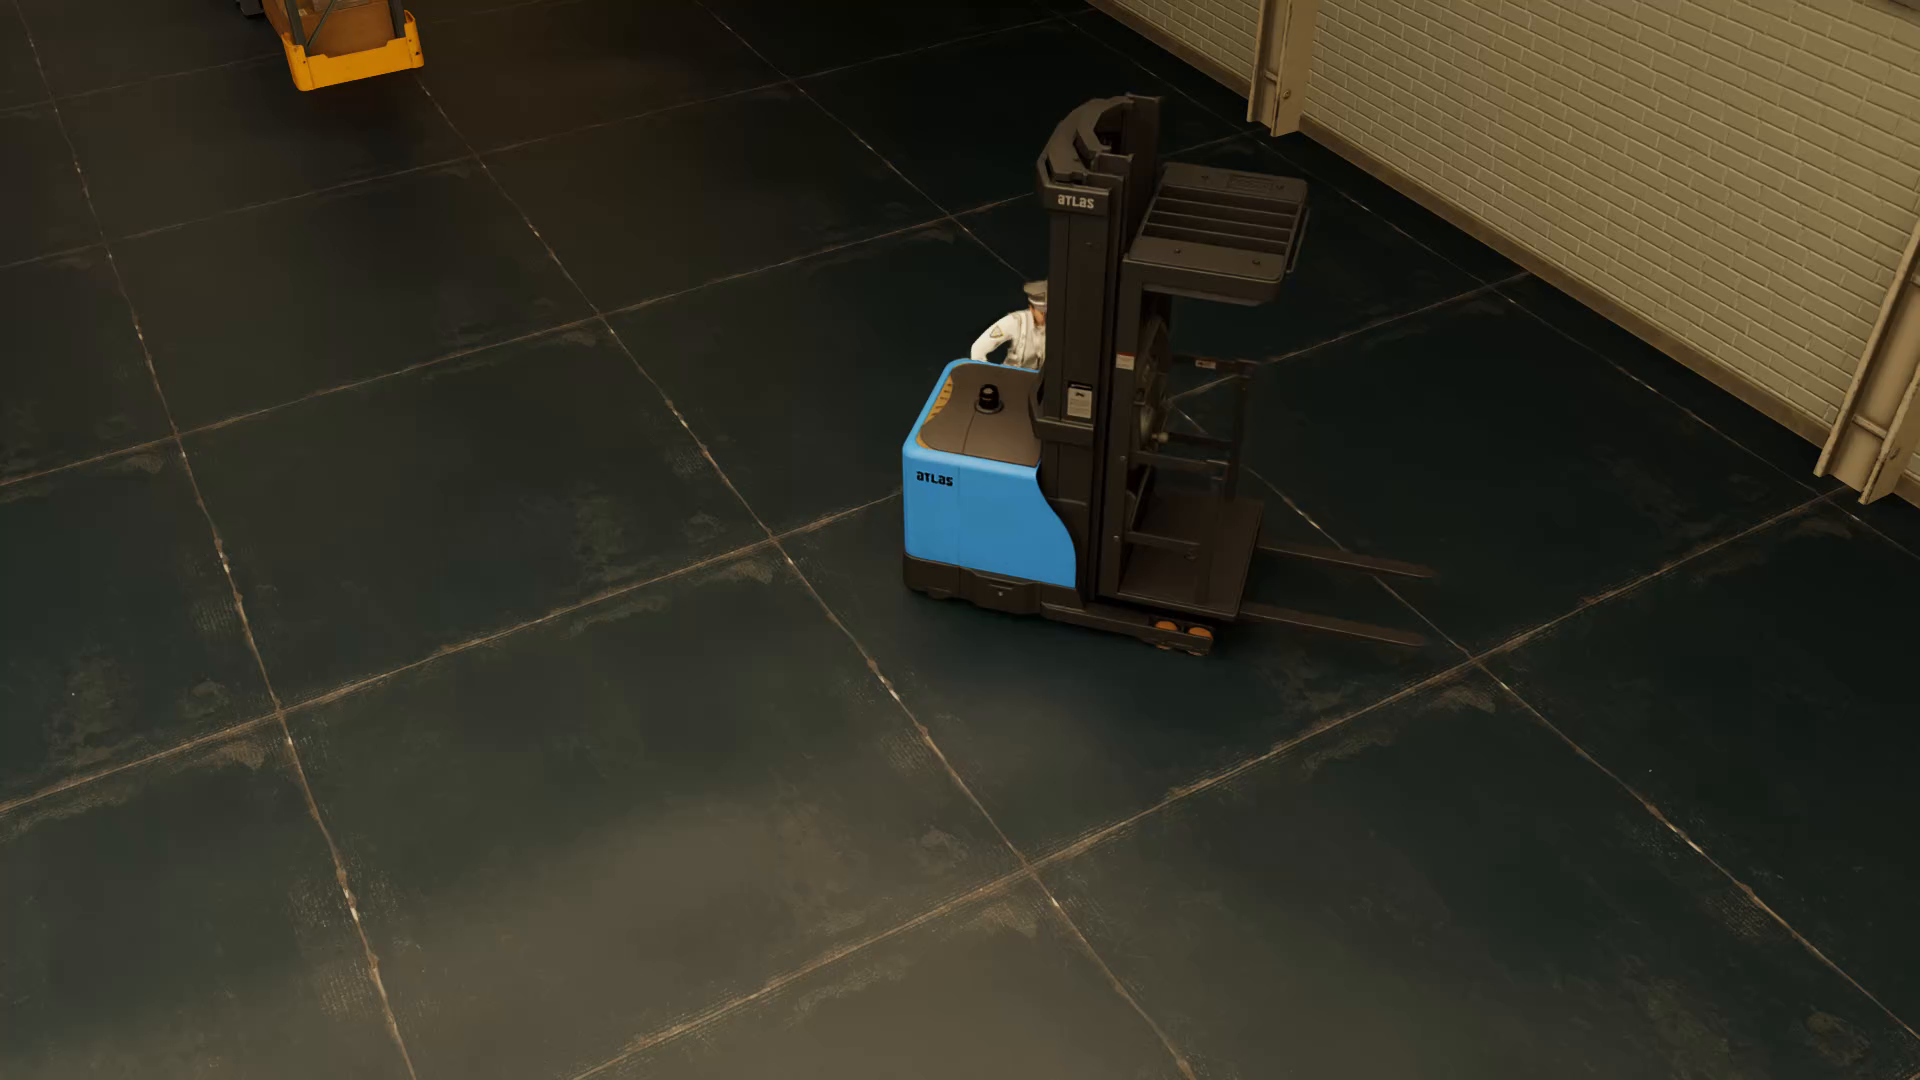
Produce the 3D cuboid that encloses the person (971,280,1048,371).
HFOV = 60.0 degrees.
[{"bbox_3d":[0.512,-0.850,10.217,0.820,1.446,0.793,-12,41,-14],"label":"person"}]

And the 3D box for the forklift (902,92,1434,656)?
[{"bbox_3d":[1.236,-0.844,9.054,3.031,2.935,1.130,11,41,13],"label":"forklift"}]
